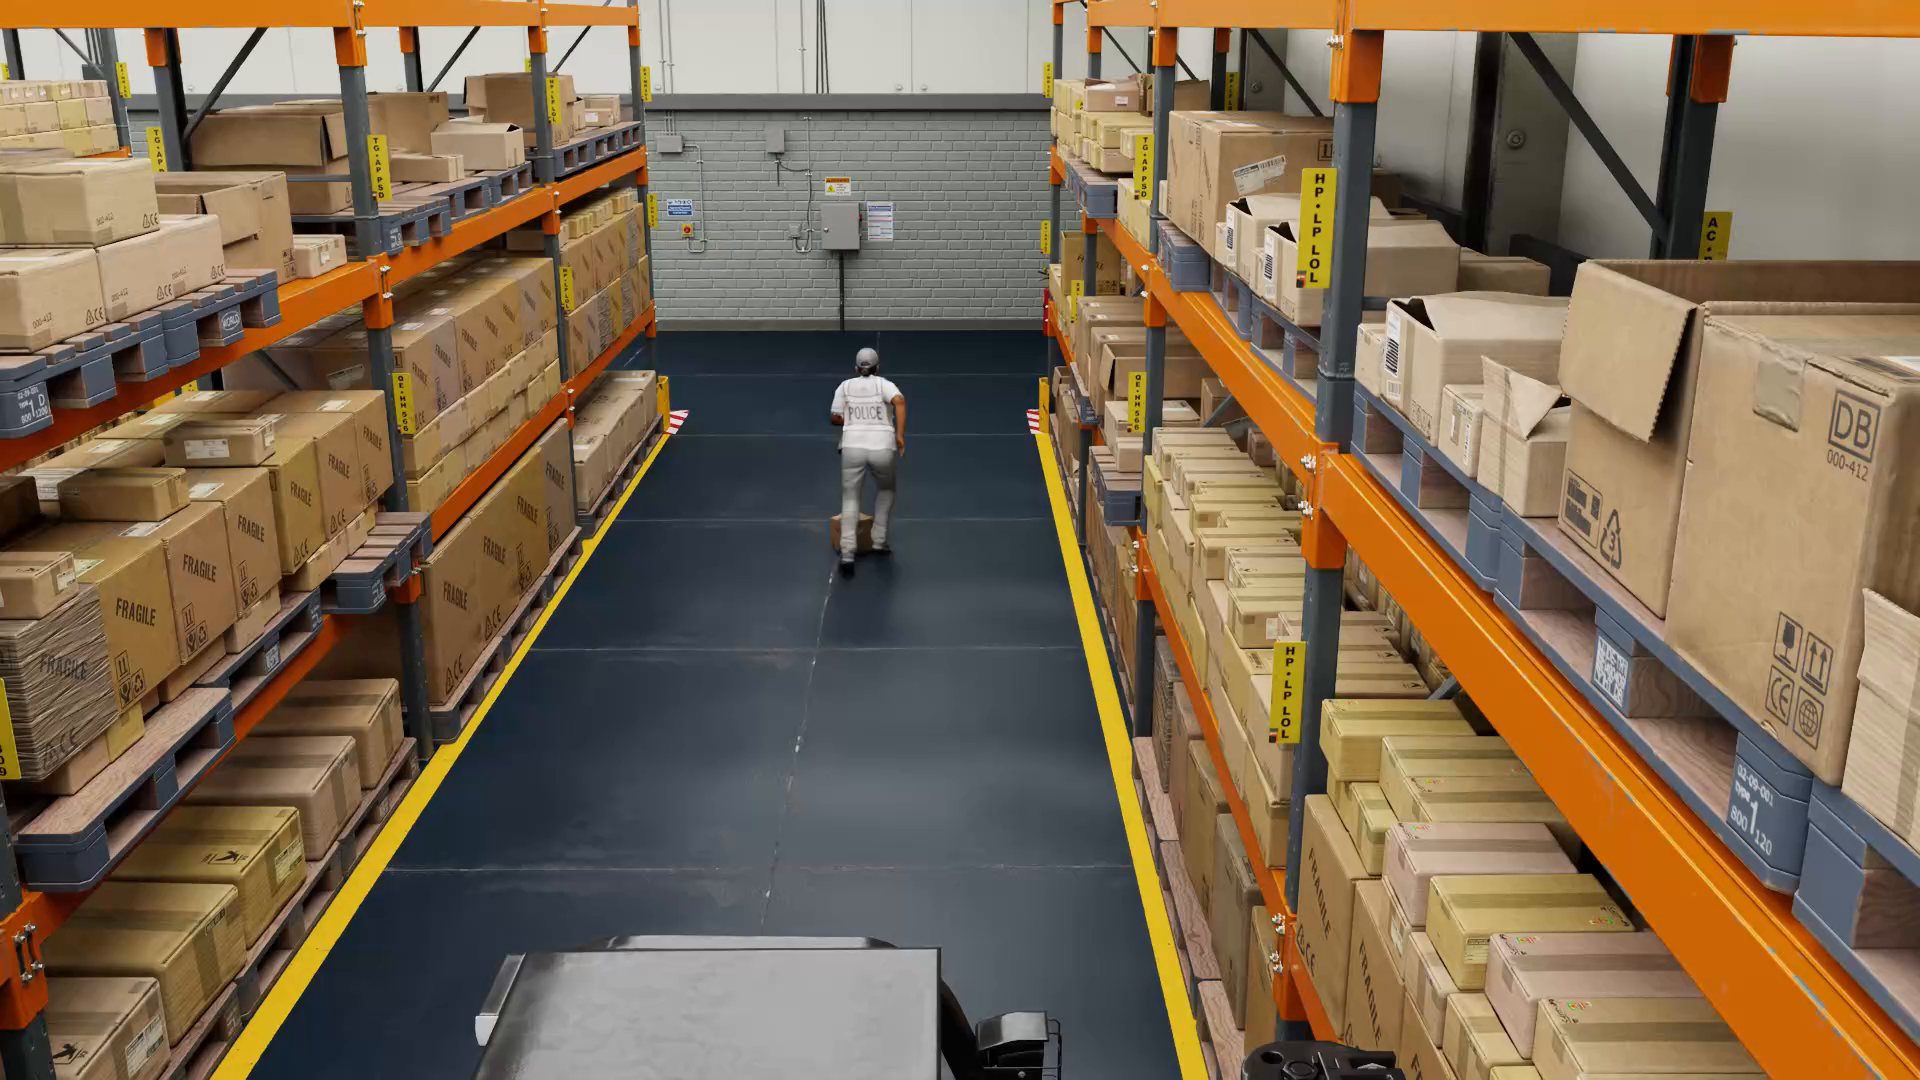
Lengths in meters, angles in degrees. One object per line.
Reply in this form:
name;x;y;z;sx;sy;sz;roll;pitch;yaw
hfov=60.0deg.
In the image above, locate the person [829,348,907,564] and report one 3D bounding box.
person;-0.699;-0.627;12.701;0.594;1.606;0.917;-1;17;-3
